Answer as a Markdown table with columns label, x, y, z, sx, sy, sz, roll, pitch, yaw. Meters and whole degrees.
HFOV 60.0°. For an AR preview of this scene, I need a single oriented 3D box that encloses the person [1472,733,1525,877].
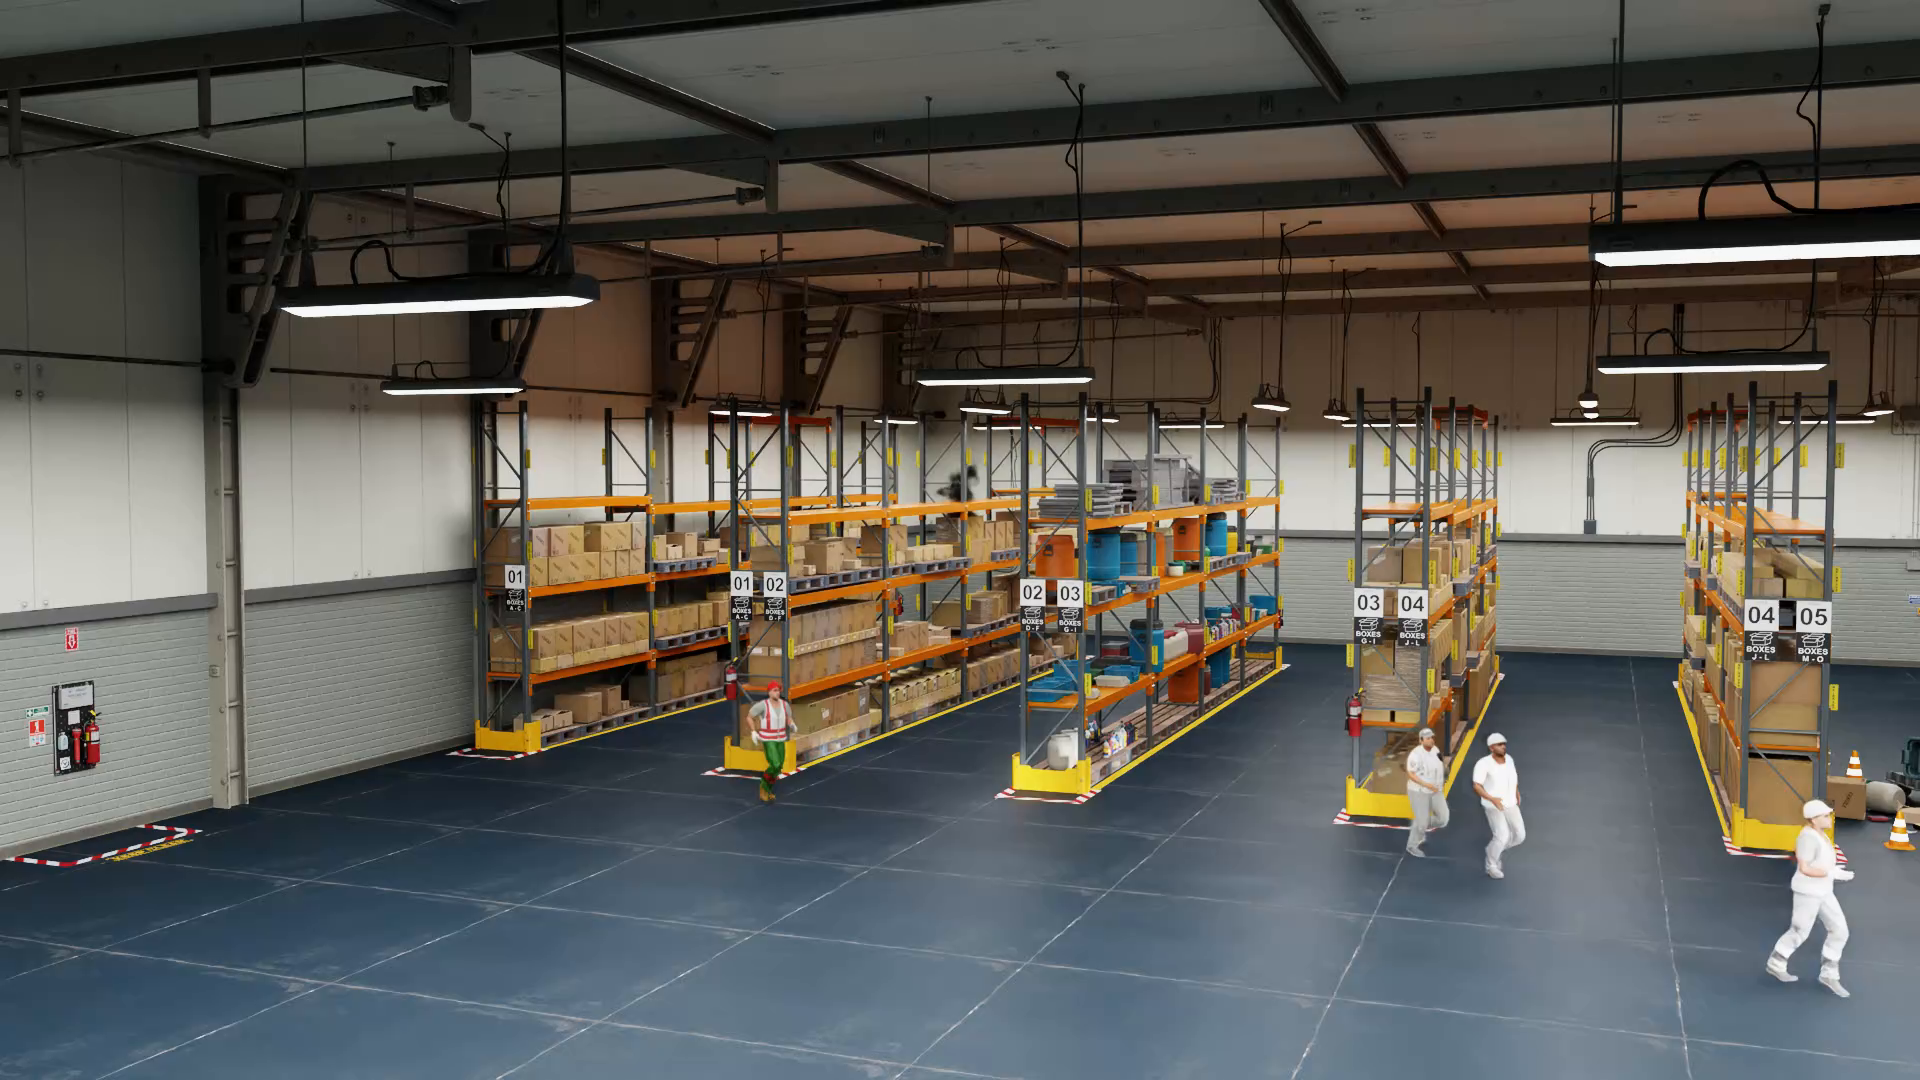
| label | x | y | z | sx | sy | sz | roll | pitch | yaw |
| --- | --- | --- | --- | --- | --- | --- | --- | --- | --- |
| person | 6.478 | 3.172 | 19.897 | 0.708 | 1.723 | 0.517 | -1 | 3 | -25 |

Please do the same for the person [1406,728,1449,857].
| label | x | y | z | sx | sy | sz | roll | pitch | yaw |
| --- | --- | --- | --- | --- | --- | --- | --- | --- | --- |
| person | 5.906 | 3.178 | 20.944 | 0.635 | 1.629 | 0.606 | -1 | 3 | -25 |

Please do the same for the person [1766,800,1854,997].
| label | x | y | z | sx | sy | sz | roll | pitch | yaw |
| --- | --- | --- | --- | --- | --- | --- | --- | --- | --- |
| person | 7.988 | 3.350 | 15.592 | 0.637 | 1.836 | 0.788 | -2 | 4 | -41 |

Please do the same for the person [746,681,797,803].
| label | x | y | z | sx | sy | sz | roll | pitch | yaw |
| --- | --- | --- | --- | --- | --- | --- | --- | --- | --- |
| person | -2.683 | 2.932 | 24.209 | 0.655 | 1.760 | 0.659 | -2 | 4 | -41 |
